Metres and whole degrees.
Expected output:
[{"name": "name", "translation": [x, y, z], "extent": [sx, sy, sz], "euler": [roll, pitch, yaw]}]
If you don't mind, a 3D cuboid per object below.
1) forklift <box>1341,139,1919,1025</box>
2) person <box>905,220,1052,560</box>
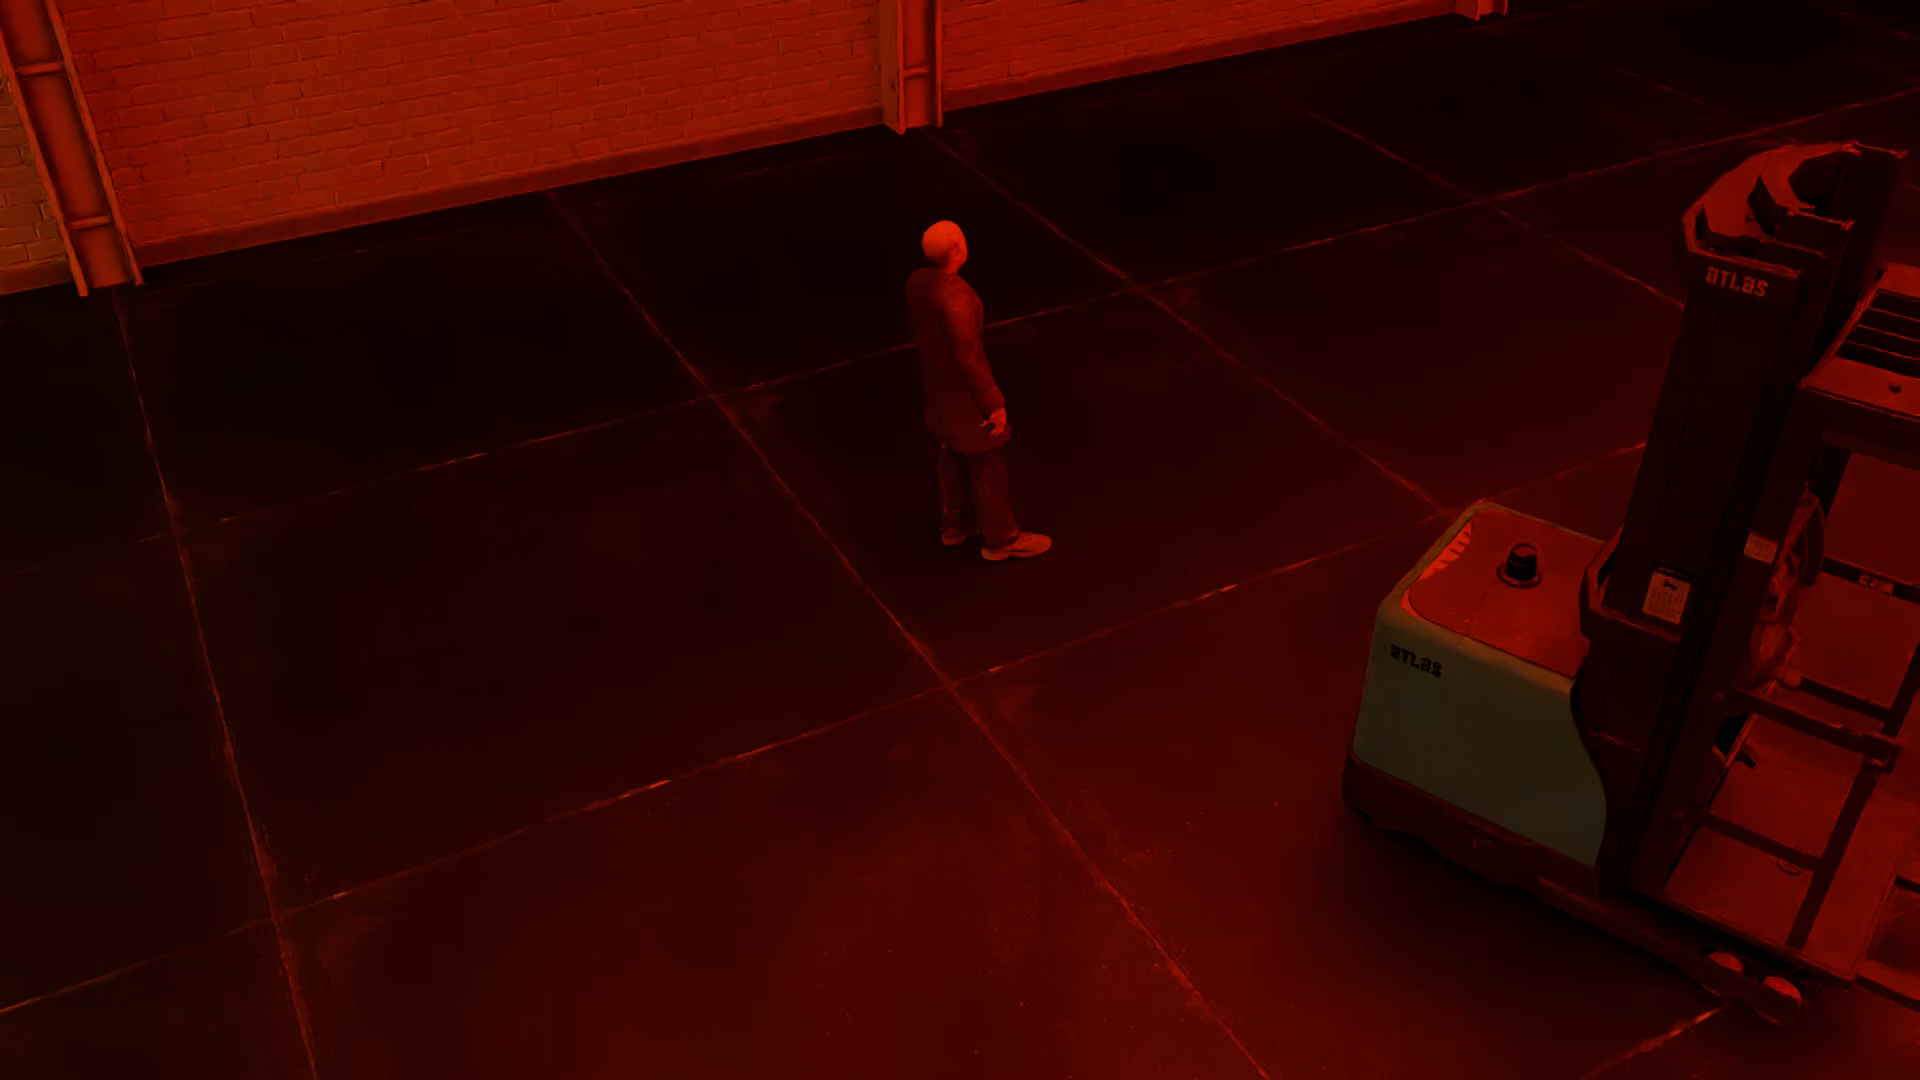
[{"name": "forklift", "translation": [3.090, 0.233, 5.793], "extent": [3.031, 2.935, 1.130], "euler": [24, 42, 30]}, {"name": "person", "translation": [0.083, -0.754, 8.177], "extent": [0.580, 1.776, 0.694], "euler": [-17, 39, -23]}]
